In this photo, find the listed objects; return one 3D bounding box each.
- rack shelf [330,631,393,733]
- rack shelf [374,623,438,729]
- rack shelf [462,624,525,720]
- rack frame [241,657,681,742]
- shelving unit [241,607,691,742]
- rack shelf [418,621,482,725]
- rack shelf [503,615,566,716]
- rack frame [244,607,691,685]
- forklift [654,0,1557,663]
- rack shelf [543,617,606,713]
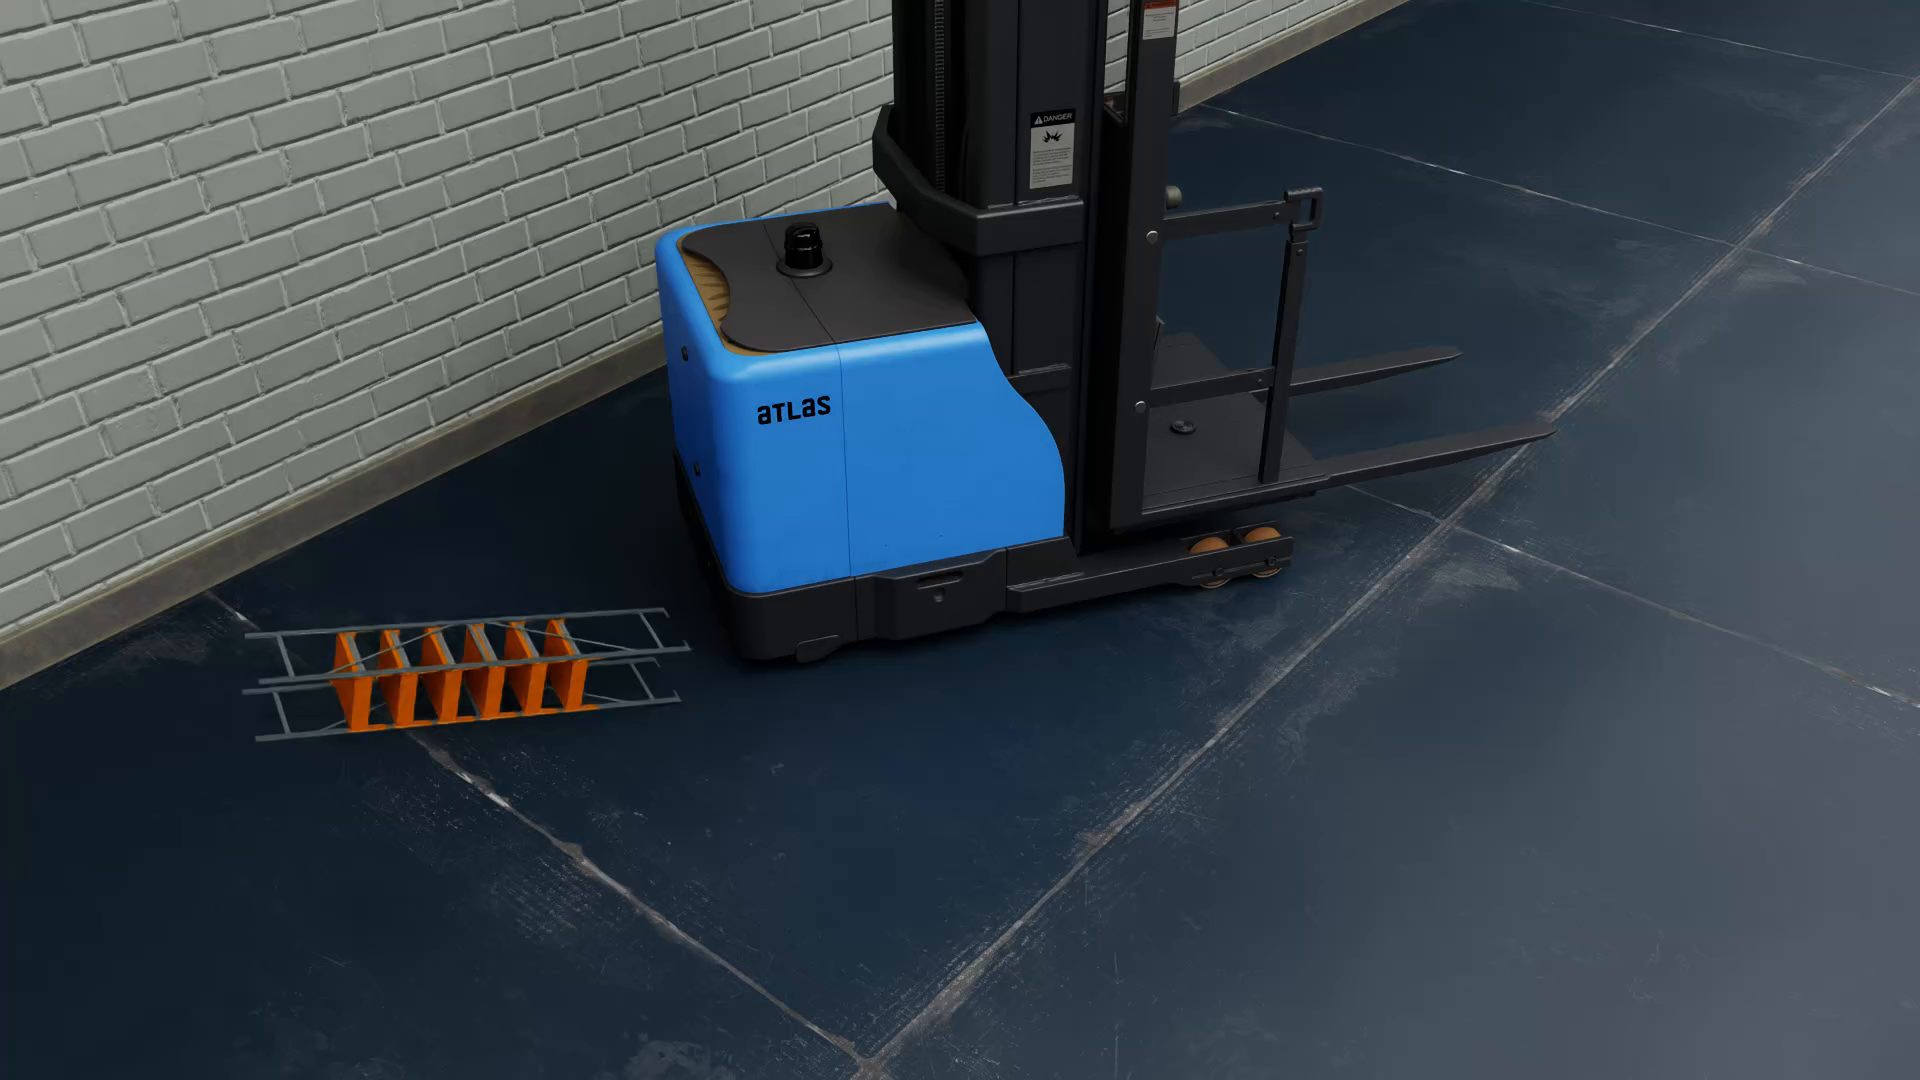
[{"bbox_3d":[-1.653,0.382,4.589,0.103,0.180,0.258,-3,31,-32],"label":"rack shelf"},{"bbox_3d":[-1.552,0.378,4.652,0.103,0.180,0.258,-3,31,-32],"label":"rack shelf"},{"bbox_3d":[-1.349,0.369,4.780,0.103,0.180,0.258,-3,31,-32],"label":"rack shelf"},{"bbox_3d":[-1.408,0.450,4.796,1.200,0.006,0.240,-3,31,-32],"label":"rack frame"},{"bbox_3d":[-1.386,0.370,4.756,1.200,0.189,0.258,-3,31,-32],"label":"shelving unit"},{"bbox_3d":[-1.450,0.373,4.716,0.103,0.180,0.258,-3,31,-32],"label":"rack shelf"},{"bbox_3d":[-1.247,0.364,4.844,0.103,0.180,0.258,-3,31,-32],"label":"rack shelf"},{"bbox_3d":[-1.365,0.291,4.716,1.200,0.006,0.240,-3,31,-32],"label":"rack frame"},{"bbox_3d":[0.590,-1.321,5.084,3.031,2.935,1.130,-11,36,-15],"label":"forklift"},{"bbox_3d":[-1.145,0.359,4.907,0.103,0.180,0.258,-3,31,-32],"label":"rack shelf"}]
